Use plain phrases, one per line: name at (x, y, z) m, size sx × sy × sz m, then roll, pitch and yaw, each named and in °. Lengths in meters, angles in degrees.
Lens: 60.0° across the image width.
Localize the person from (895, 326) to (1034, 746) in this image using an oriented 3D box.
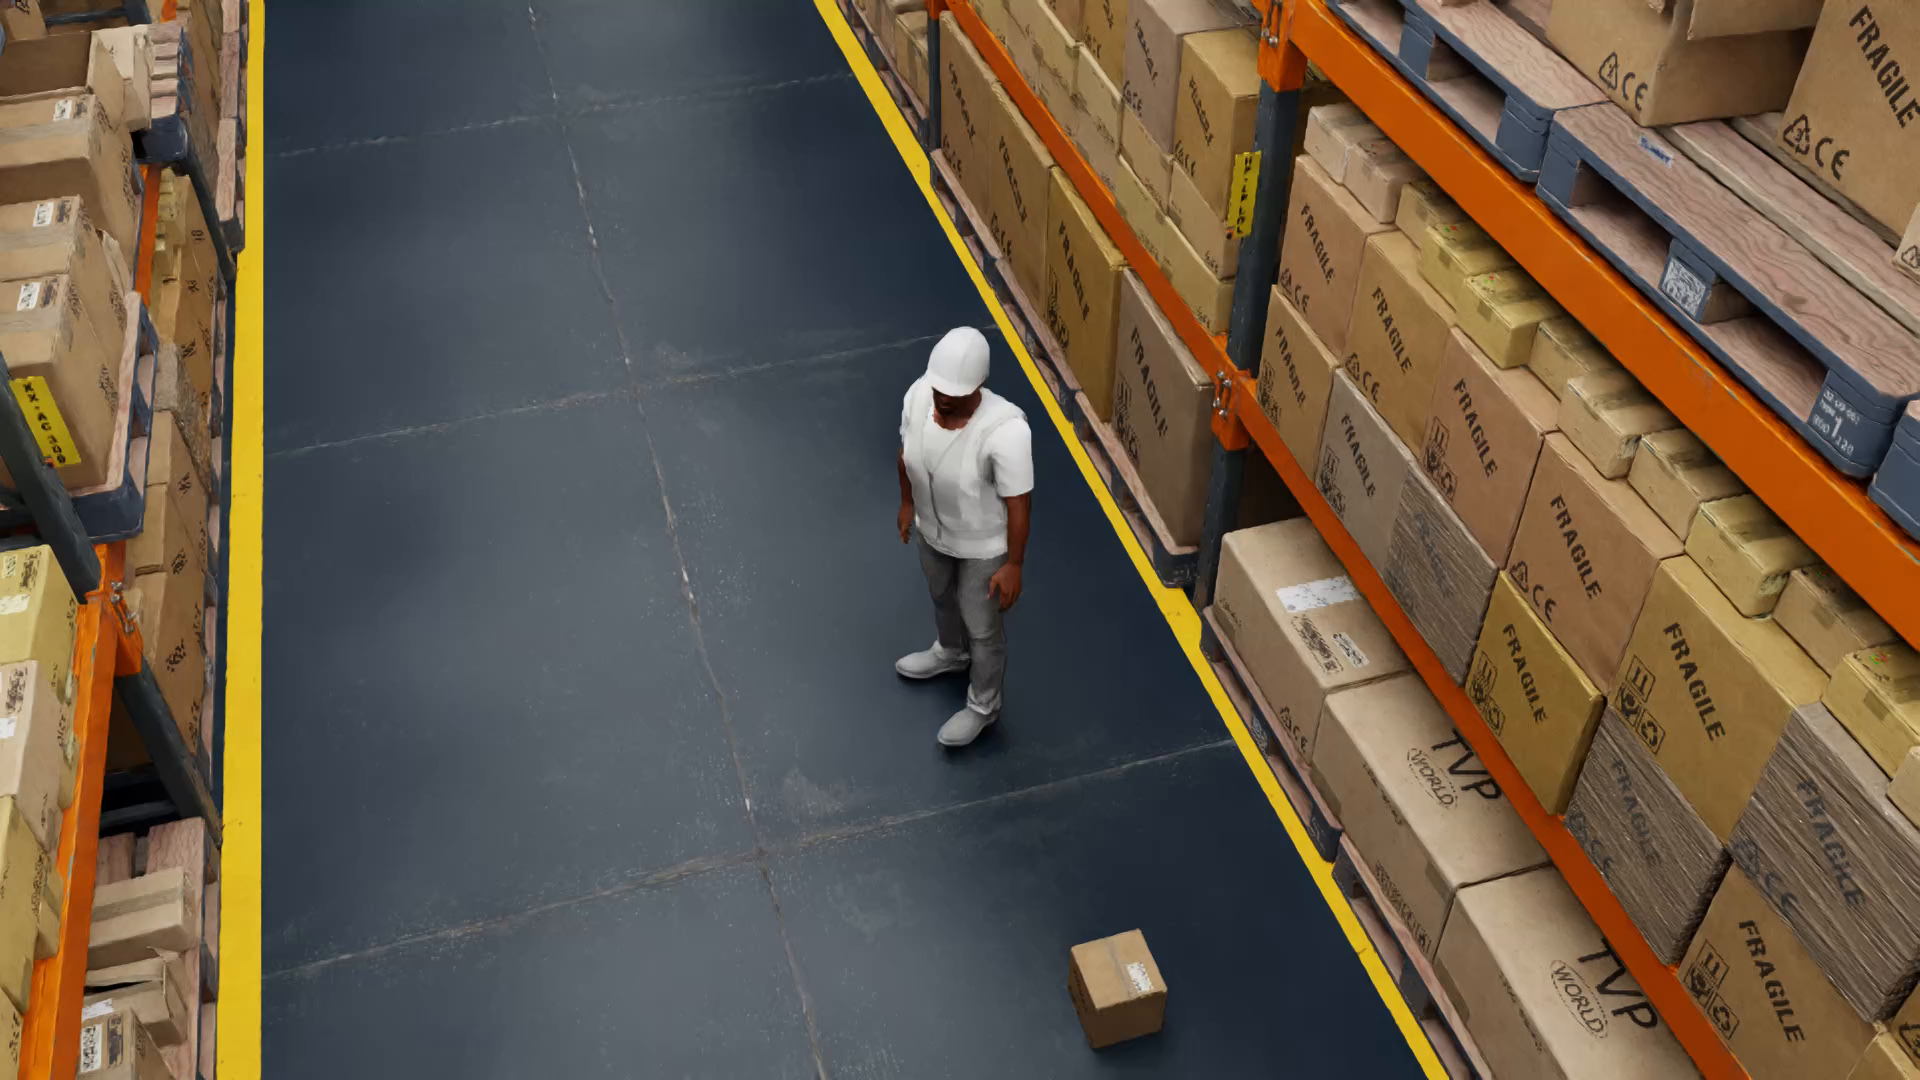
person at (-0.024, -0.004, 6.101) m, size 0.648 × 1.770 × 0.462 m, roll 32°, pitch 51°, yaw 31°
